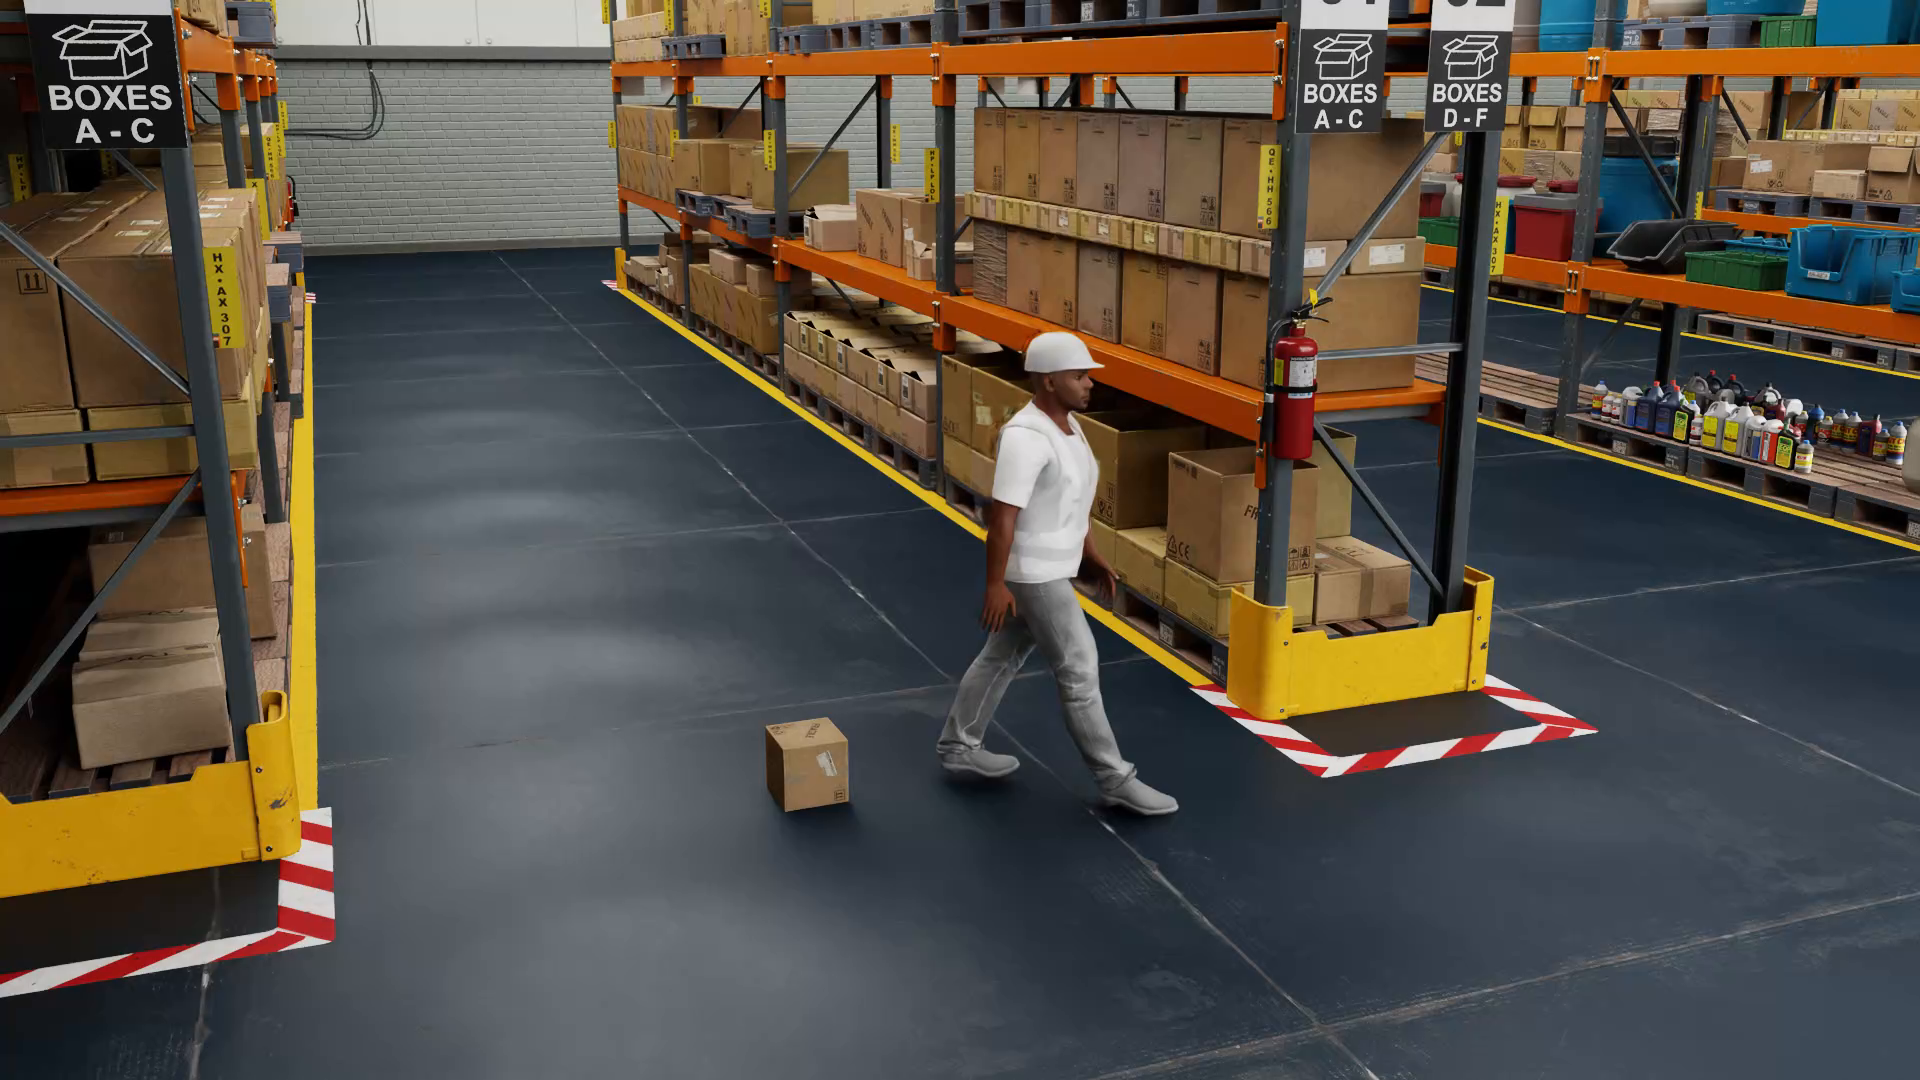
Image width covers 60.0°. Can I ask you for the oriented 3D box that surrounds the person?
[{"bbox_3d":[0.367,0.096,6.090,0.946,1.714,0.586,3,16,11],"label":"person"}]
